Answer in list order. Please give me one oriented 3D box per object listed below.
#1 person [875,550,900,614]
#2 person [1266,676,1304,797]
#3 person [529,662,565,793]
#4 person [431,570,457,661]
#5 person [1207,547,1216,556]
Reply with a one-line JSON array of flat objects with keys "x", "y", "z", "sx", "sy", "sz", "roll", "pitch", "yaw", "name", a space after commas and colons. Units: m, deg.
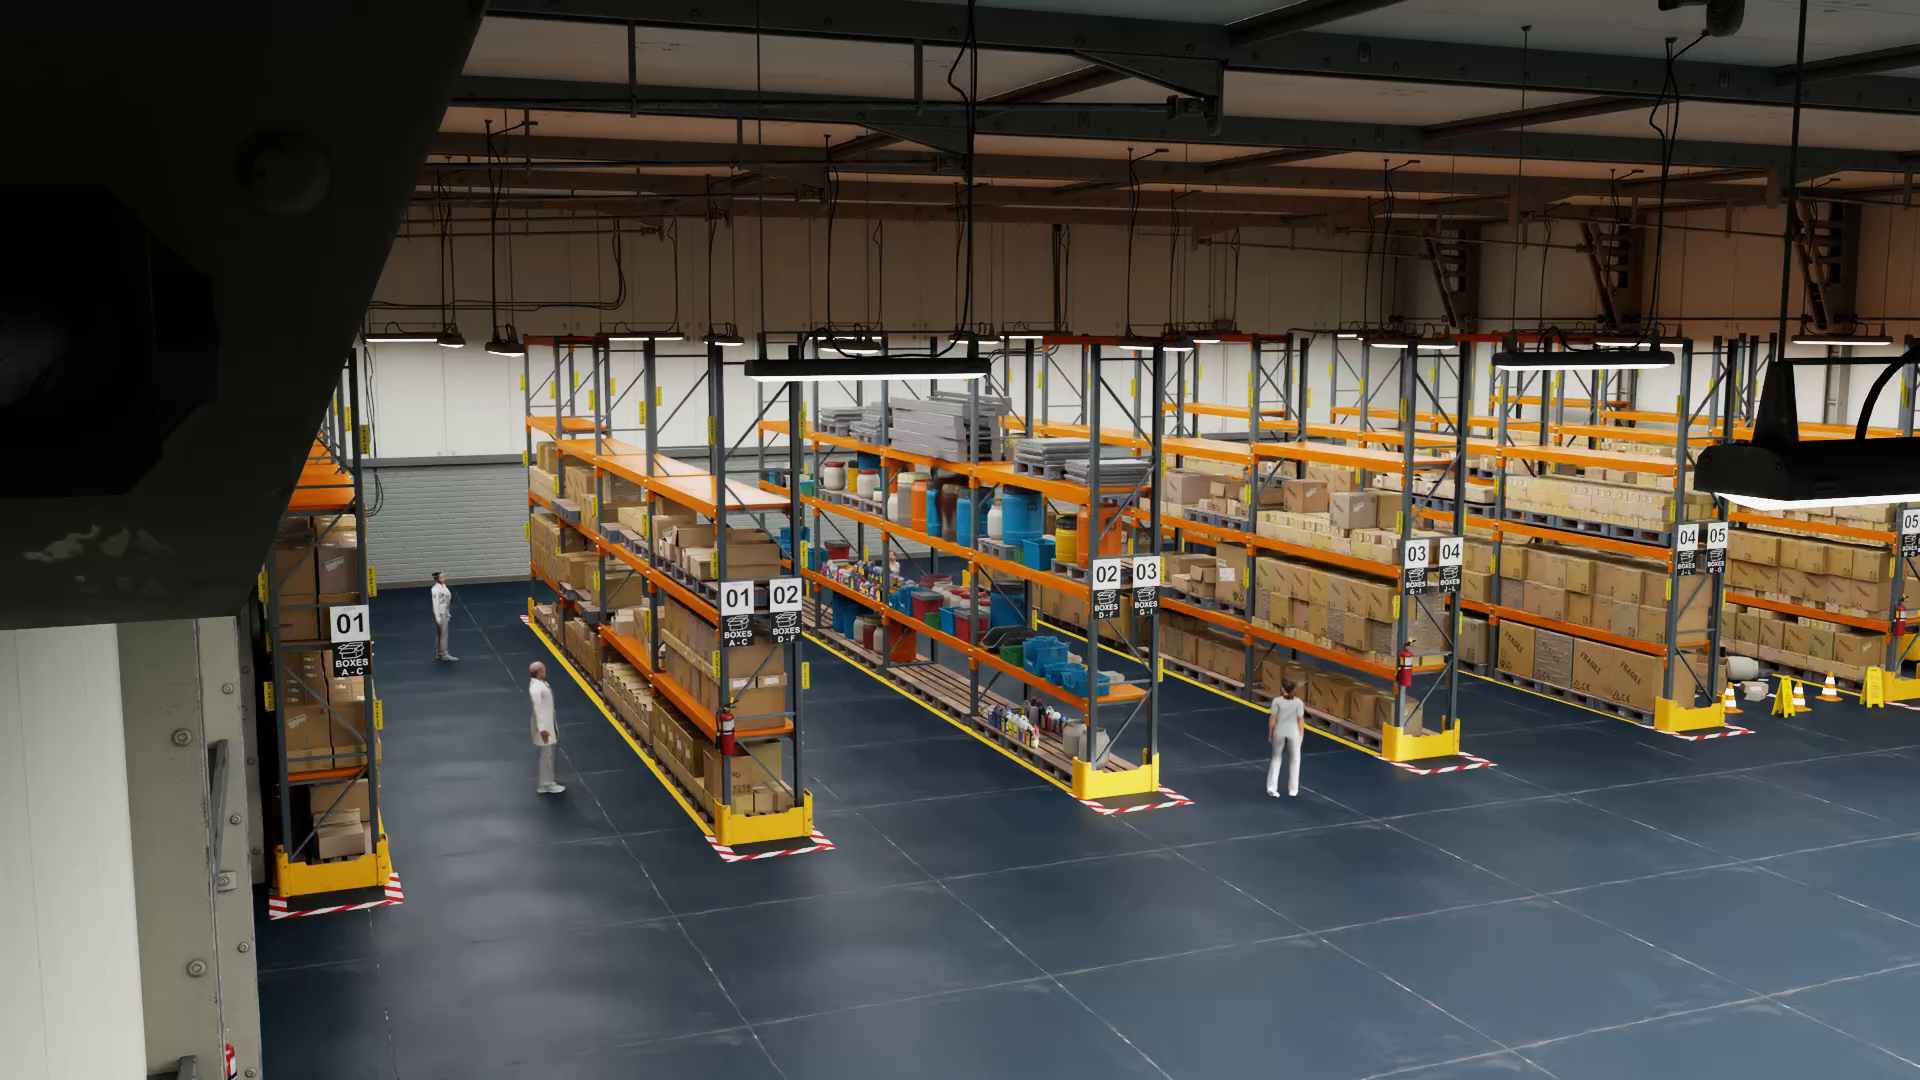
[{"x": -1.446, "y": 0.972, "z": 34.510, "sx": 0.468, "sy": 1.548, "sz": 0.868, "roll": -6, "pitch": 9, "yaw": -36, "name": "person"}, {"x": 4.345, "y": 2.617, "z": 22.117, "sx": 0.465, "sy": 1.639, "sz": 0.548, "roll": 3, "pitch": 8, "yaw": 20, "name": "person"}, {"x": -5.544, "y": 2.520, "z": 22.333, "sx": 0.472, "sy": 1.824, "sz": 0.618, "roll": 0, "pitch": 8, "yaw": 2, "name": "person"}, {"x": -9.612, "y": 1.384, "z": 31.005, "sx": 0.427, "sy": 1.694, "sz": 0.505, "roll": -2, "pitch": 8, "yaw": -12, "name": "person"}, {"x": 6.520, "y": -0.109, "z": 41.769, "sx": 1.113, "sy": 1.719, "sz": 0.727, "roll": 0, "pitch": 8, "yaw": -2, "name": "person"}]
